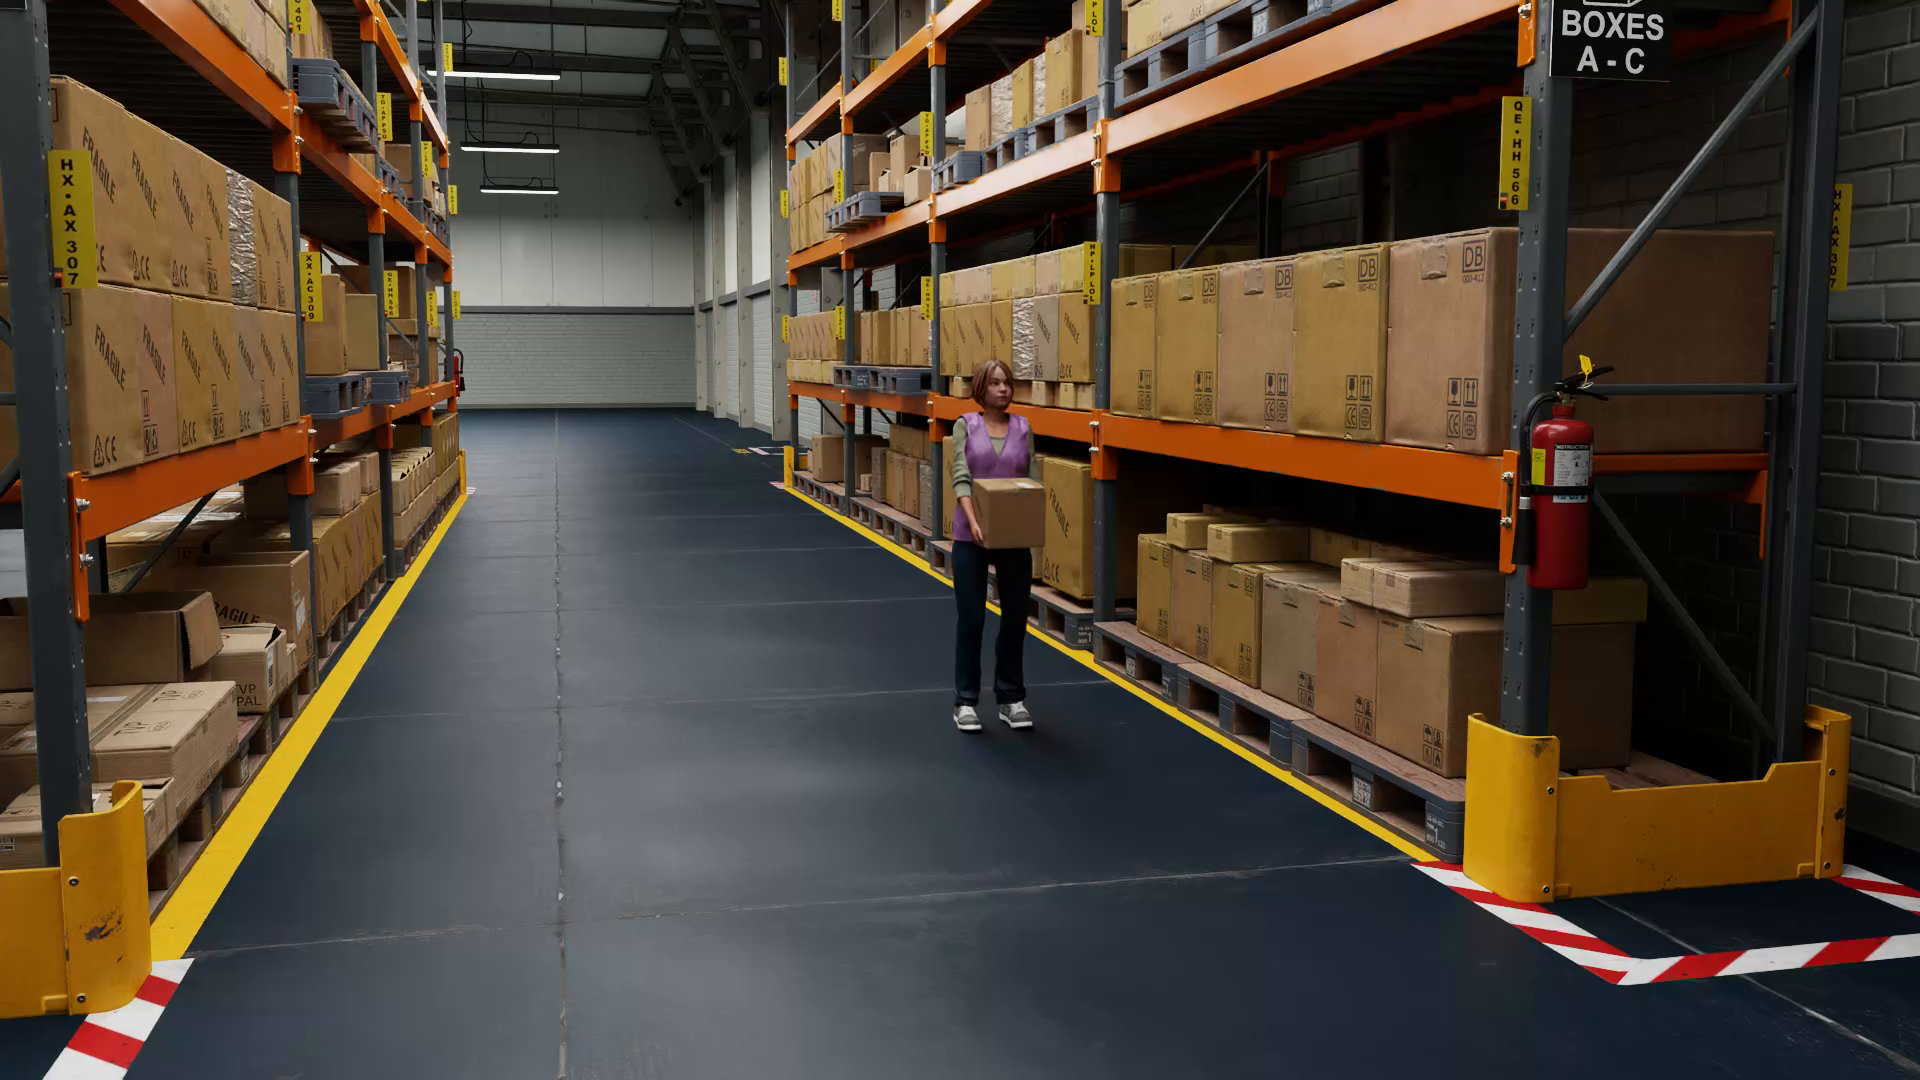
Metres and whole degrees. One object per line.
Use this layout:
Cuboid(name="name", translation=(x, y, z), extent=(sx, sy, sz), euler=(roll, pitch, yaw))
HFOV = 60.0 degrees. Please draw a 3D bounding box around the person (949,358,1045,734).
Cuboid(name="person", translation=(0.160, 0.022, 7.150), extent=(0.428, 1.600, 0.467), euler=(-2, 7, -14))
